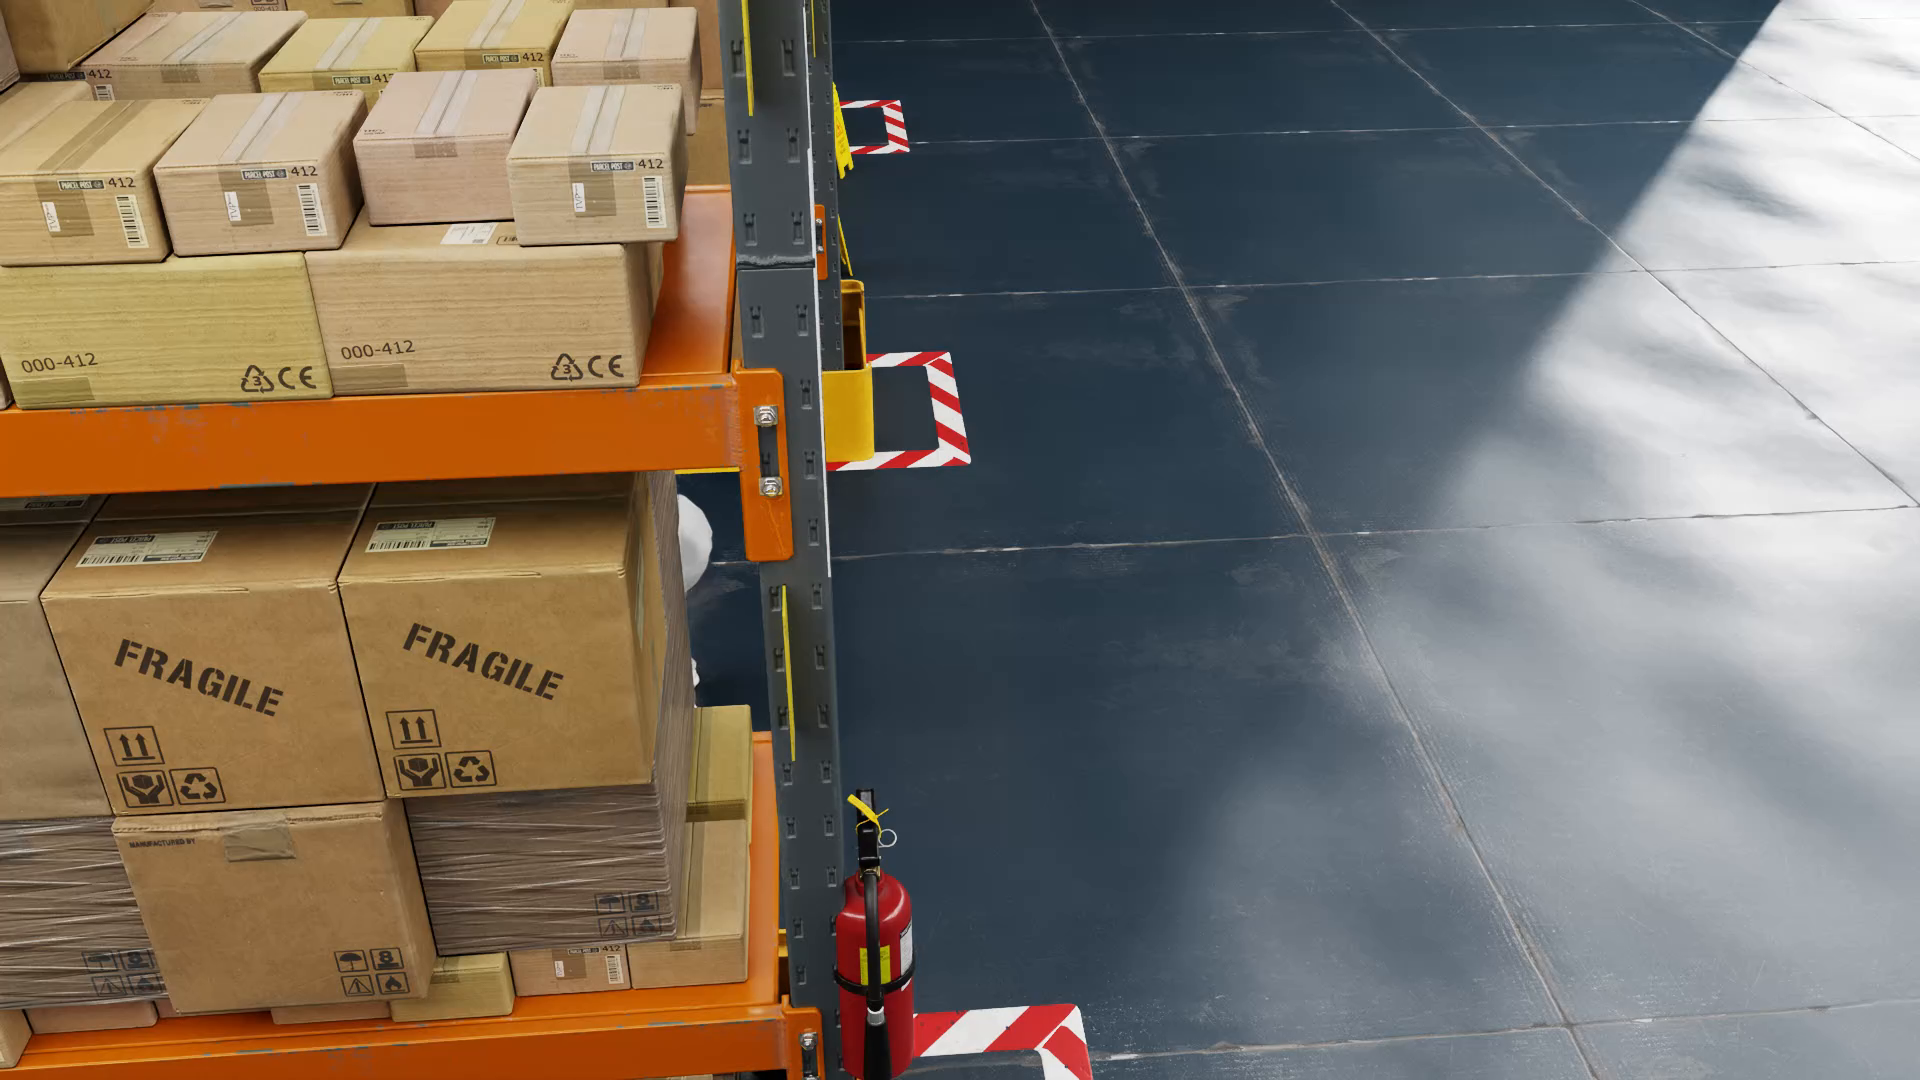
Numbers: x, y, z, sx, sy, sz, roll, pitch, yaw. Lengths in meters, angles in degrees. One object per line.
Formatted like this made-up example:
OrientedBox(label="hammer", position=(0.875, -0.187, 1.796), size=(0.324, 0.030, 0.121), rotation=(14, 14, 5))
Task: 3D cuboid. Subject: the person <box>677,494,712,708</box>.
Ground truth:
OrientedBox(label="person", position=(-1.363, 0.273, 6.424), size=(0.850, 0.907, 0.469), rotation=(-4, 31, -7))
